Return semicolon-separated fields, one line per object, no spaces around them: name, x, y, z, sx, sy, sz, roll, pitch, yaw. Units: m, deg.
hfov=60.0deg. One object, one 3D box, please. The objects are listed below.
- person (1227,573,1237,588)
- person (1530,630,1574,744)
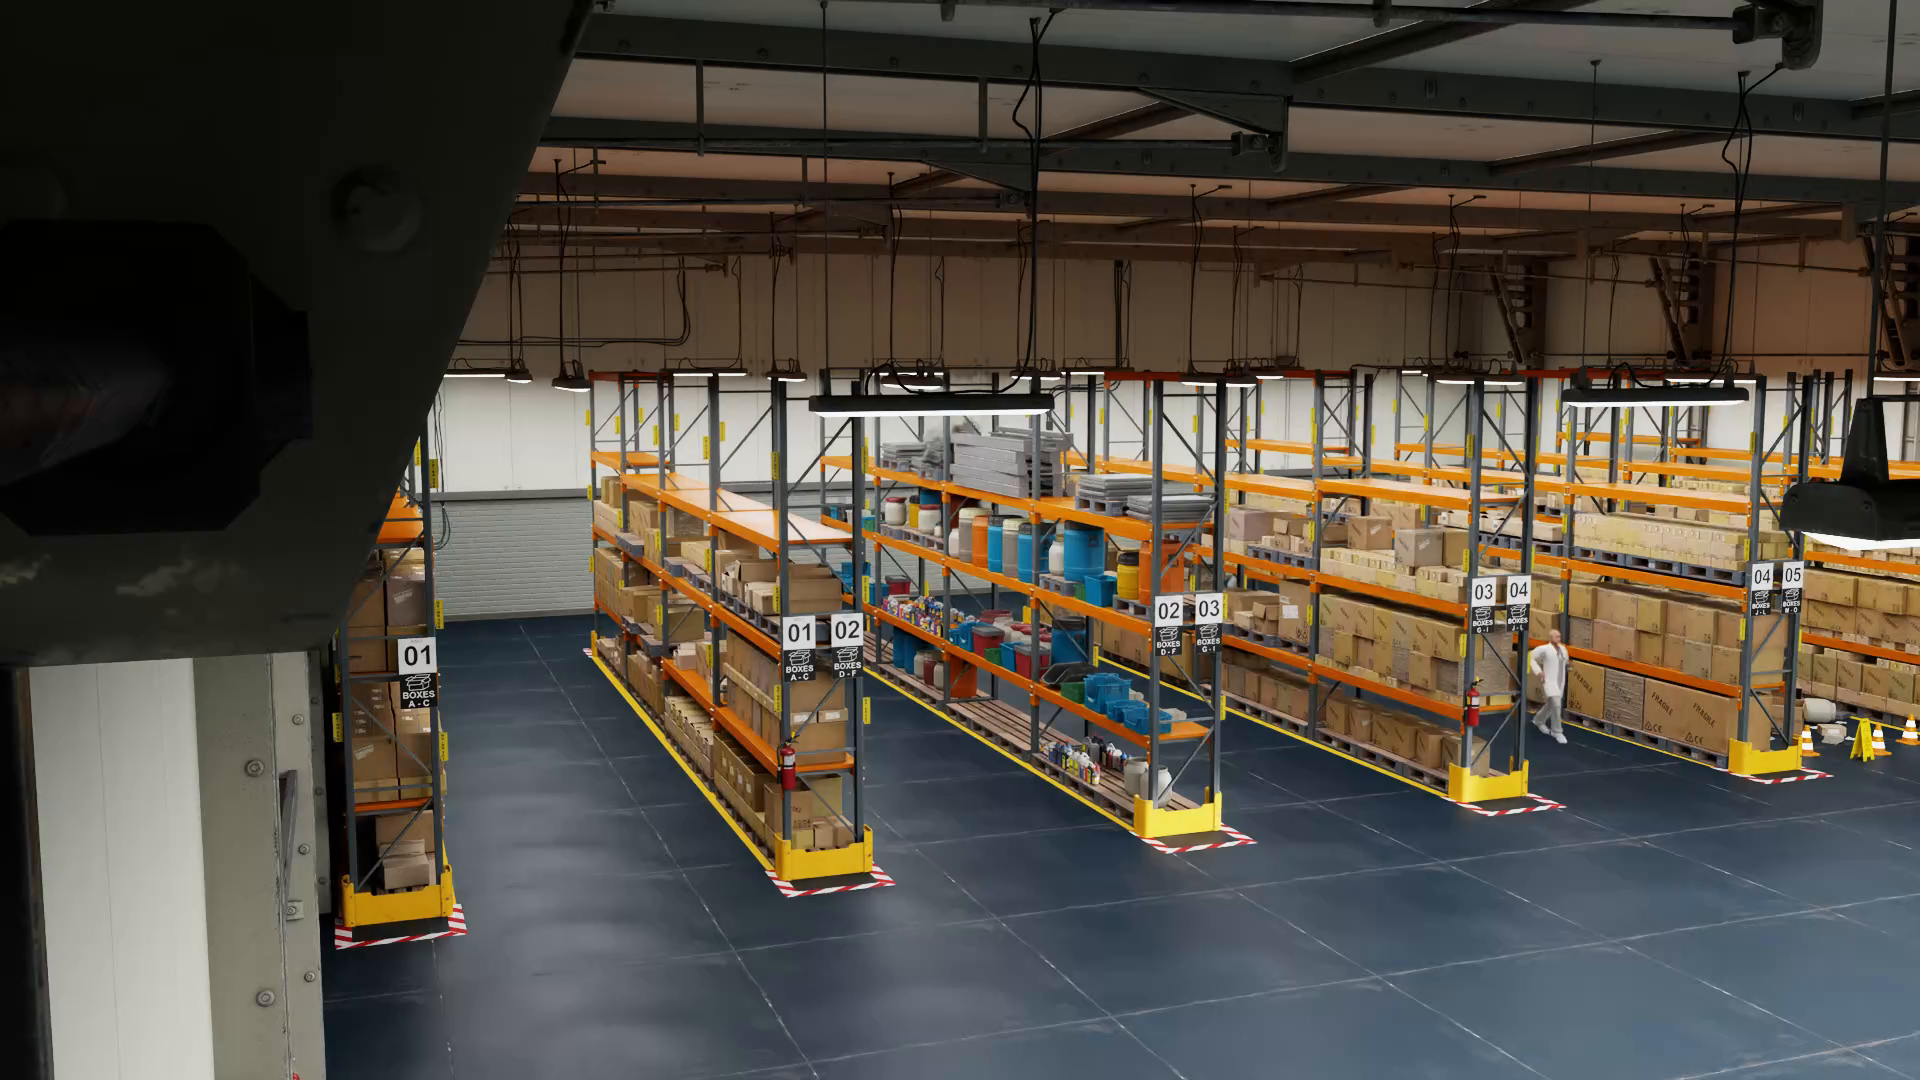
person;6.950;0.999;41.627;0.668;1.403;0.574;-2;7;-15
person;9.767;2.382;27.444;0.693;1.824;0.875;-3;7;-27
